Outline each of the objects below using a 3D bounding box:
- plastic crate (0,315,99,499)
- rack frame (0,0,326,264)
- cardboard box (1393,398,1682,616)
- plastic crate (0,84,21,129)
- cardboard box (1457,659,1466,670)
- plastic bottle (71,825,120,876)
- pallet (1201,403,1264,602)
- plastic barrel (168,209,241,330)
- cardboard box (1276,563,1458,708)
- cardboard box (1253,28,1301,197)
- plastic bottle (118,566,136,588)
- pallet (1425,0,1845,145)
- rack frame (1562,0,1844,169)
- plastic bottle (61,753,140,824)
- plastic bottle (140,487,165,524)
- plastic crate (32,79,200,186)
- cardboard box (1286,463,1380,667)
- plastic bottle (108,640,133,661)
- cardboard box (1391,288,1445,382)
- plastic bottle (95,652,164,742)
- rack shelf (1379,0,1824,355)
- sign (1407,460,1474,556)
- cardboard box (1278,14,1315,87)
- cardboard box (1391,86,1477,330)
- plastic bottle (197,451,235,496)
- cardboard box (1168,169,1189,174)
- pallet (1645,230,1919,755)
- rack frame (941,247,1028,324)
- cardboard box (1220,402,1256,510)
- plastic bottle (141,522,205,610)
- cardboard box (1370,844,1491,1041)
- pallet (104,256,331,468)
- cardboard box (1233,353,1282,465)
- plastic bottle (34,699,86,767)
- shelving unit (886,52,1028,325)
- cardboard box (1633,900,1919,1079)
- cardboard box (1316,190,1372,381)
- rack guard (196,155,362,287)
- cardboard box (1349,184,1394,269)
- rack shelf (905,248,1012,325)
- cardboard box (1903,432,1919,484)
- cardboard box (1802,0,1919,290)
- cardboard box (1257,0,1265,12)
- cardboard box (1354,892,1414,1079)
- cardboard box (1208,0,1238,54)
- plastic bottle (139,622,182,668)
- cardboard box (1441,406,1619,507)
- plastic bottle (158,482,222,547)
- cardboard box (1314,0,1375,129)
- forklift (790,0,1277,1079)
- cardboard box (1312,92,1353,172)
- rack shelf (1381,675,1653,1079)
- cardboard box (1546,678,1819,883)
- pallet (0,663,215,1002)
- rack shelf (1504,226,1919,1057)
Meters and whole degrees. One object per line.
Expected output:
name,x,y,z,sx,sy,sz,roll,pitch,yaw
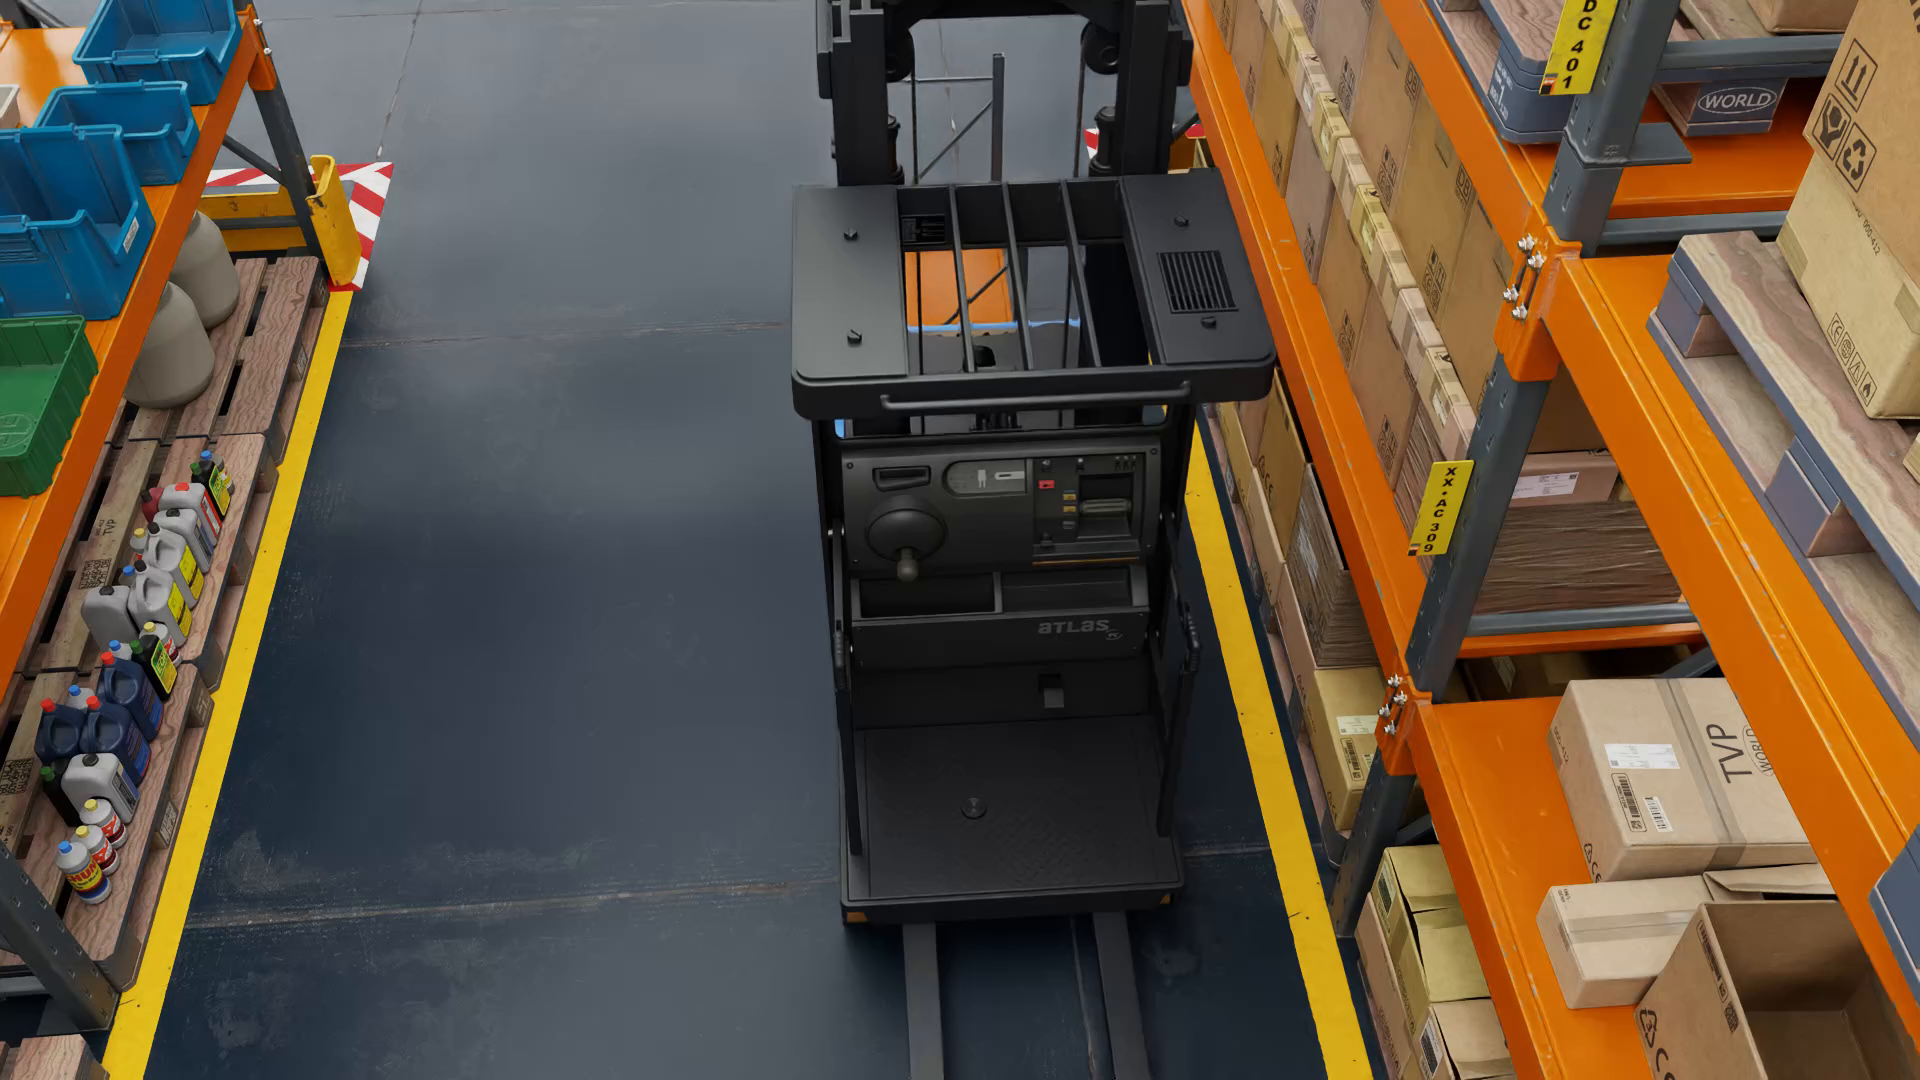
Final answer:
plastic crate,-3.032,-0.413,5.222,0.450,0.188,0.662,-3,47,-3
rack frame,-3.534,-2.381,6.939,1.000,3.000,0.127,-3,47,-3
cardboard box,1.694,-0.140,4.748,0.700,0.500,0.500,-5,47,-4
plastic crate,-3.780,-1.623,6.403,0.298,0.136,0.250,-3,47,-3
cardboard box,1.963,0.300,6.005,0.500,0.250,0.500,-3,47,-3
plastic bottle,-2.798,0.993,5.368,0.097,0.201,0.097,0,47,0
pallet,1.607,-0.289,6.878,1.003,0.211,1.213,-3,47,-3
plastic barrel,-3.403,-1.199,7.243,0.421,0.512,0.421,0,47,0
cardboard box,1.448,0.331,5.975,0.500,0.250,0.500,-3,47,-3
cardboard box,1.513,-1.636,6.165,0.700,0.500,0.500,-3,47,-3
plastic bottle,-3.037,0.175,6.143,0.097,0.201,0.097,0,47,0
pallet,1.640,-1.402,4.007,1.003,0.211,1.213,-3,47,-3
rack frame,1.737,-1.848,2.303,1.000,3.000,0.127,-3,47,-3
plastic bottle,-2.844,0.809,5.491,0.152,0.276,0.135,-2,47,-2
plastic bottle,-3.056,-0.105,6.352,0.061,0.283,0.133,-3,47,-3
plastic crate,-3.145,-1.516,6.222,0.499,0.251,0.408,-3,47,-3
cardboard box,1.450,0.073,5.703,0.500,0.500,0.500,-3,47,-3
plastic bottle,-2.919,0.450,5.834,0.097,0.271,0.097,0,47,0
cardboard box,1.458,-0.595,4.732,0.380,0.149,0.250,-5,47,-4
plastic bottle,-2.869,0.527,5.707,0.144,0.351,0.185,-5,47,-5
rack shelf,1.570,-2.017,5.023,1.077,0.370,4.000,-3,47,-3
sign,1.184,-0.075,4.105,0.100,0.325,0.005,-3,47,-3
cardboard box,1.330,-1.708,5.786,0.380,0.149,0.250,-4,47,-4
cardboard box,1.650,-0.952,4.623,0.700,0.500,0.500,-4,47,-3
plastic bottle,-2.944,-0.268,6.562,0.097,0.201,0.097,0,47,0
cardboard box,1.225,-1.477,7.687,0.500,0.250,0.500,-3,47,-3
pallet,1.824,-0.114,2.858,0.805,0.209,1.217,-5,47,-5
rack frame,-0.009,-0.626,6.310,0.500,1.500,0.032,-3,47,-3
cardboard box,1.349,-0.391,6.659,0.500,0.250,0.500,-3,47,-3
plastic bottle,-2.920,0.085,6.125,0.144,0.351,0.185,-2,47,-2
cardboard box,1.523,1.137,4.826,0.500,0.311,0.500,-3,47,-3
pallet,-3.418,-0.782,7.345,1.003,0.211,1.213,-3,47,-3
cardboard box,1.348,-0.649,6.387,0.500,0.500,0.500,-3,47,-3
plastic bottle,-2.997,0.672,5.569,0.144,0.351,0.185,-3,47,-3
shelving unit,-0.043,-0.988,6.653,0.587,1.500,1.083,-3,47,-3
cardboard box,1.829,1.118,3.556,0.500,0.500,0.500,0,47,0
cardboard box,1.605,-0.885,5.453,0.700,0.500,0.500,-3,47,-3
rack guard,-3.481,-1.469,7.797,1.175,0.500,0.348,-3,47,-3
cardboard box,1.417,-0.963,5.080,0.380,0.149,0.250,-4,47,-3
rack shelf,-0.043,-0.871,6.790,0.538,0.185,1.000,-3,47,-3
cardboard box,1.828,-0.066,2.495,0.500,0.250,0.500,-8,47,-7
cardboard box,1.749,-0.719,2.597,0.500,0.500,0.500,-3,47,-3
cardboard box,1.284,-2.086,6.144,0.380,0.149,0.250,-4,47,-4
cardboard box,1.524,1.323,5.036,0.500,0.250,0.500,-5,47,-4
cardboard box,1.428,-2.375,6.865,0.700,0.500,0.500,-3,47,-3
plastic bottle,-2.870,0.372,5.956,0.097,0.201,0.097,0,47,0
cardboard box,1.501,-0.227,4.383,0.380,0.149,0.250,-4,47,-3
plastic bottle,-2.950,-0.110,6.361,0.152,0.276,0.135,-3,47,-3
cardboard box,1.567,-1.676,5.309,0.700,0.500,0.500,-3,47,-3
forklift,0.141,0.008,4.724,1.130,2.935,3.031,-3,47,-3
cardboard box,1.371,-1.337,5.435,0.380,0.149,0.250,-2,47,-2
rack shelf,1.904,1.909,3.372,1.077,0.370,4.000,-3,47,-3
cardboard box,1.822,0.620,4.200,0.500,0.250,0.500,-1,47,-1
pallet,-3.214,0.983,5.673,1.003,0.211,1.213,-3,47,-3
rack shelf,1.904,0.878,2.283,1.077,0.370,4.000,-3,47,-3
